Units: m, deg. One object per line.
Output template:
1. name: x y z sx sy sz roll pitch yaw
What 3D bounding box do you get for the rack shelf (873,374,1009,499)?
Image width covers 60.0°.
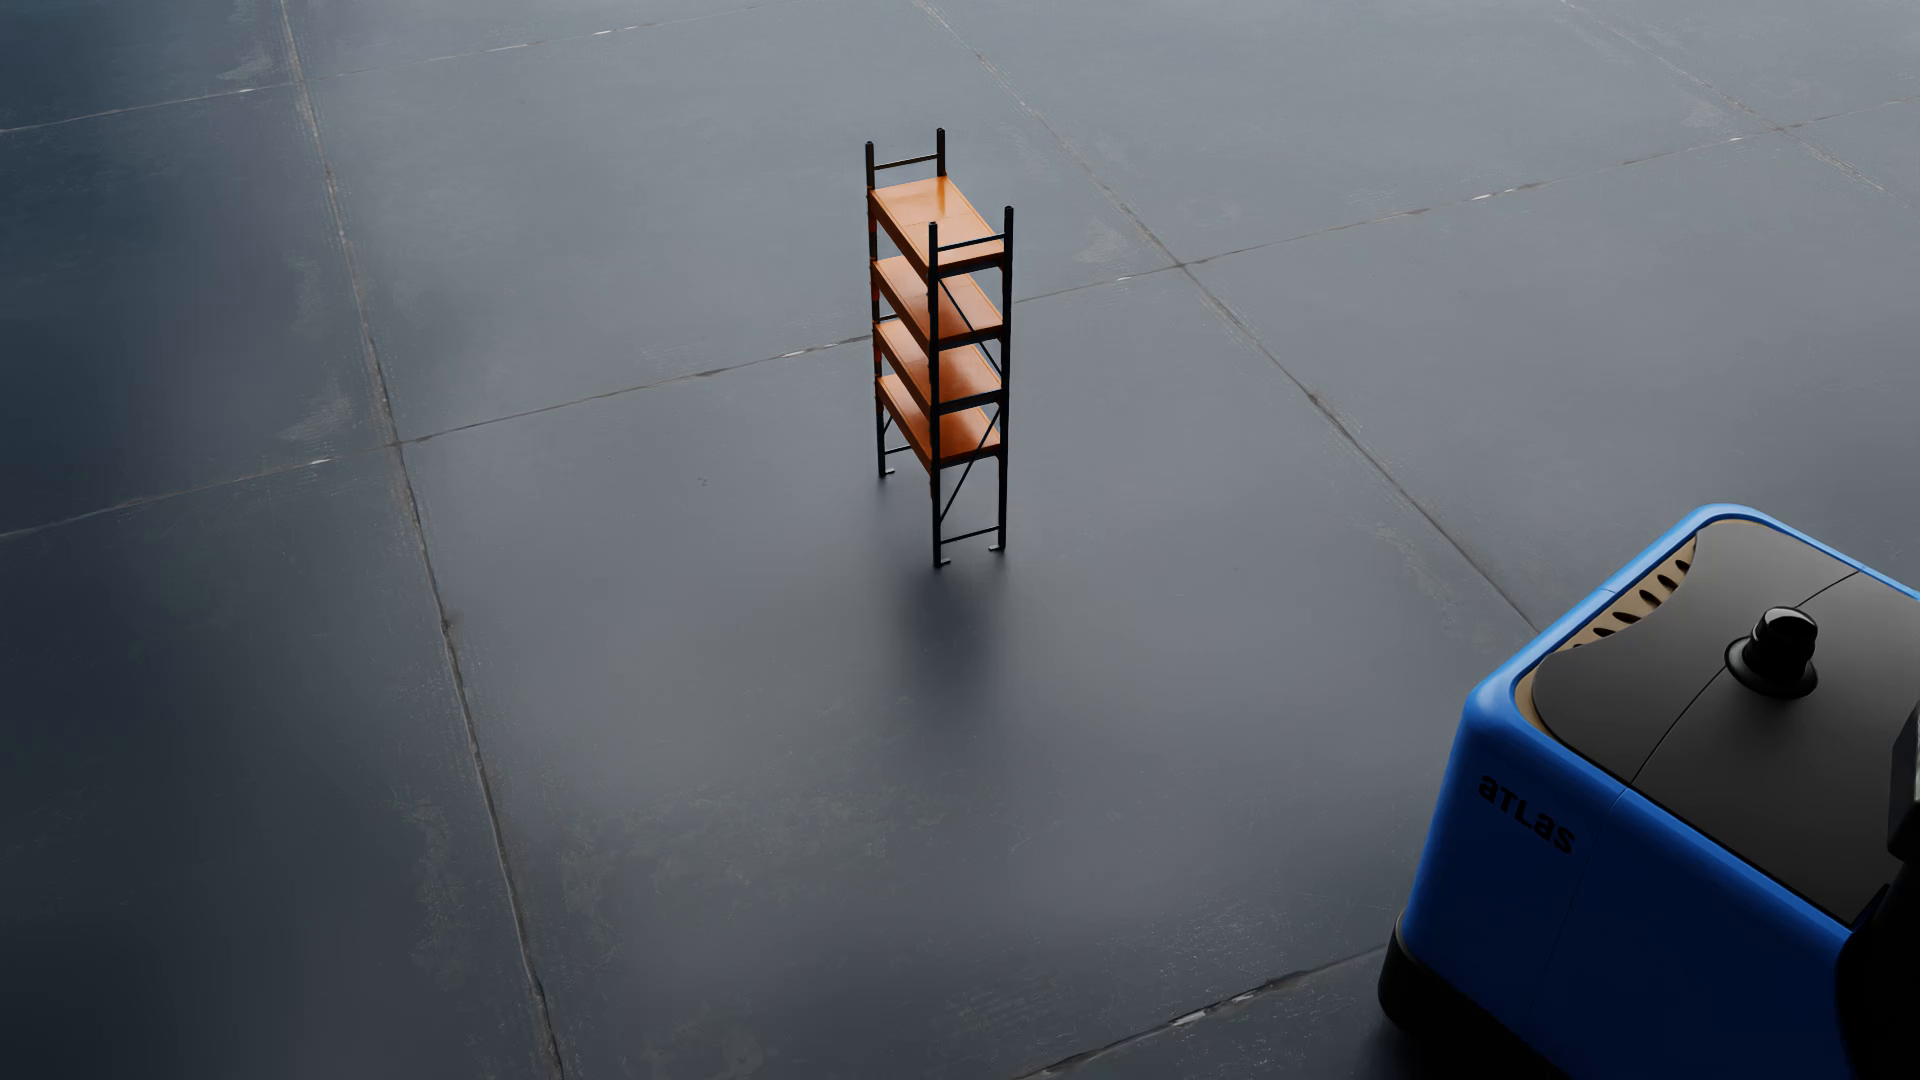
1. rack shelf: -0.063 -0.353 5.148 0.258 0.148 0.480 -15 43 -17

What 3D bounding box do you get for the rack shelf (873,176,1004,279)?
1. rack shelf: -0.063 -0.882 4.693 0.221 0.050 0.457 -15 43 -17

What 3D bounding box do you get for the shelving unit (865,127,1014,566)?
1. shelving unit: -5.186 -9.193 14.446 0.597 1.949 28.100 -15 43 -17

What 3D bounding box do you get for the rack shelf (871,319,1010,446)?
1. rack shelf: -5.189 -9.370 14.300 0.597 1.490 28.088 -15 43 -17

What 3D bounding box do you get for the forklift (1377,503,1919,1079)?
1. forklift: 1.970 0.279 2.726 1.129 2.867 1.939 -30 49 -30

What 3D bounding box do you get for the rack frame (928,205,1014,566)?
1. rack frame: 0.030 -0.408 4.804 0.240 1.200 0.015 -15 43 -17

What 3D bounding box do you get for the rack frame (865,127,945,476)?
1. rack frame: -0.157 -0.702 5.146 0.240 1.200 0.015 -15 43 -17

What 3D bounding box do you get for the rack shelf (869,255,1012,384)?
1. rack shelf: -0.063 -0.673 4.873 0.258 0.148 0.480 -15 43 -17
